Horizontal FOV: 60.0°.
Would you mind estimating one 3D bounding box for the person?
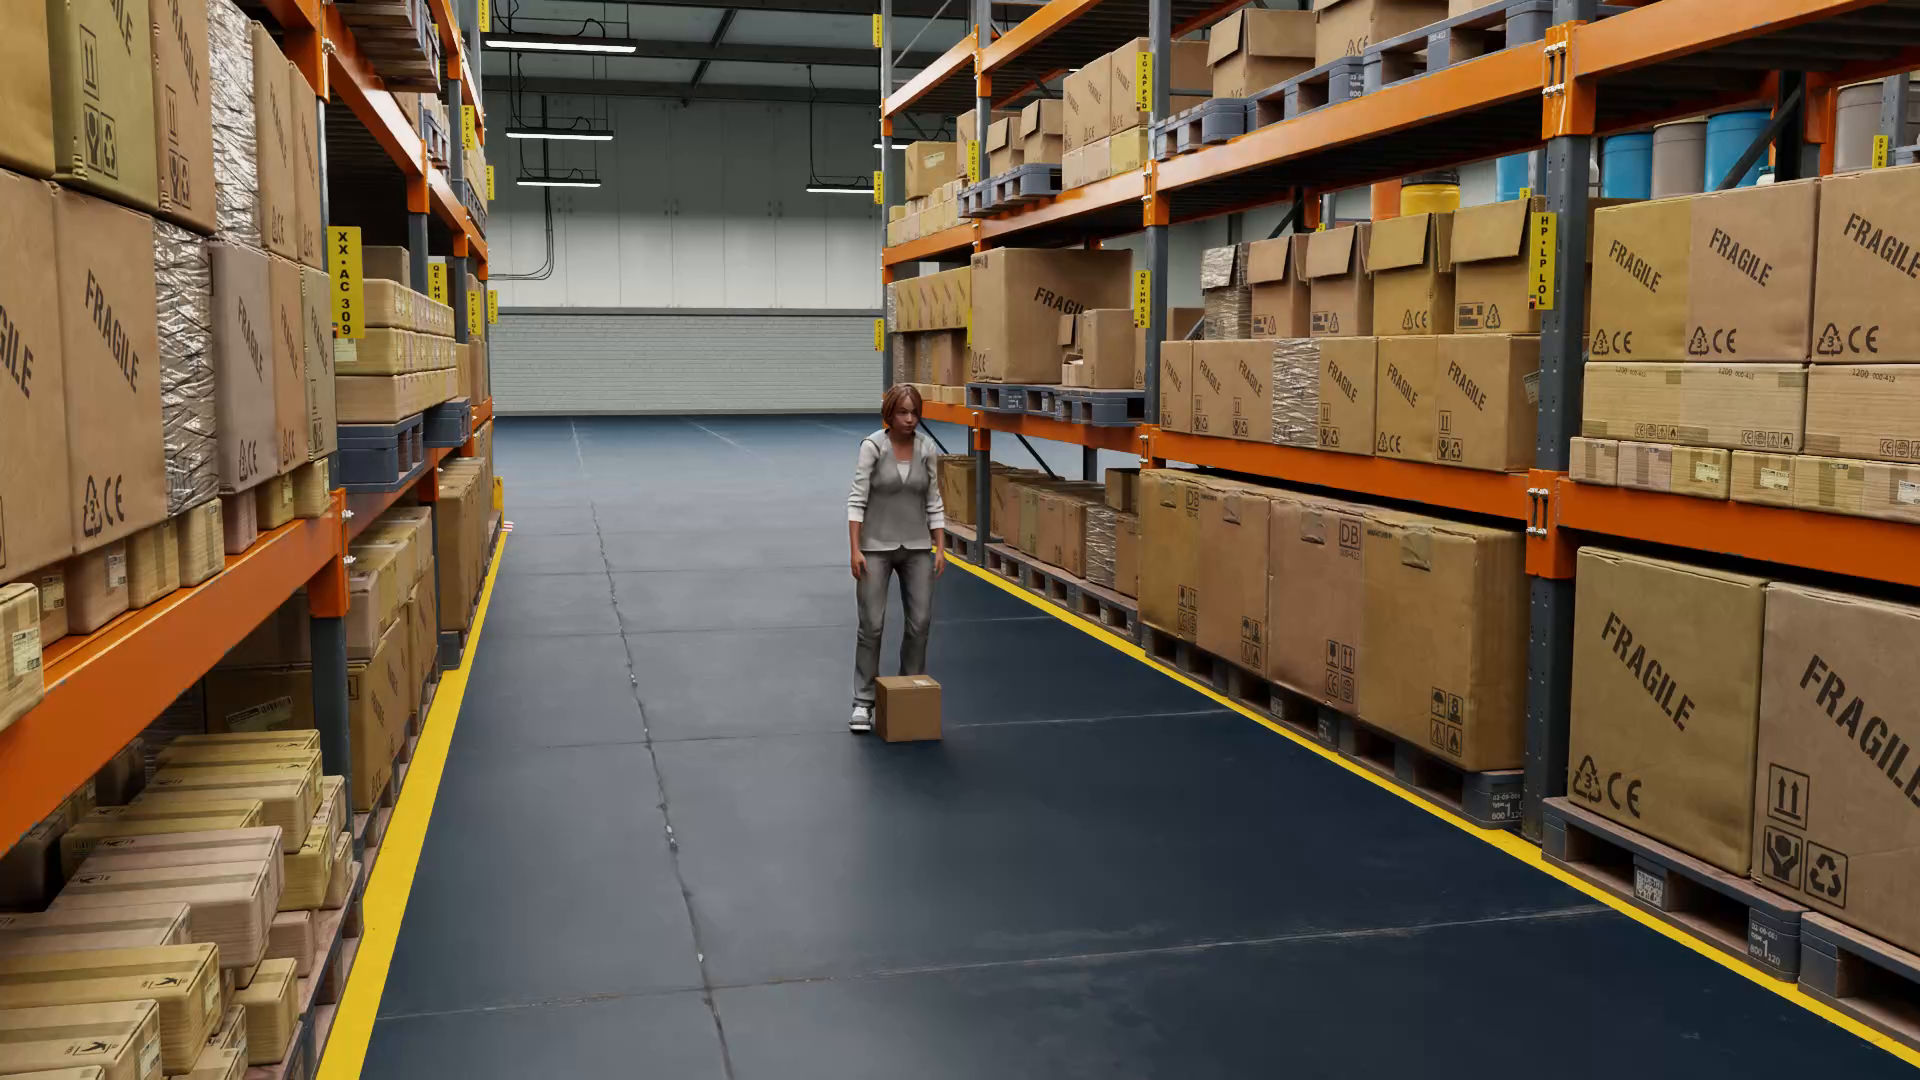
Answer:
[{"bbox_3d":[-0.299,0.073,7.720,0.485,1.593,0.343,-2,7,-17],"label":"person"}]
